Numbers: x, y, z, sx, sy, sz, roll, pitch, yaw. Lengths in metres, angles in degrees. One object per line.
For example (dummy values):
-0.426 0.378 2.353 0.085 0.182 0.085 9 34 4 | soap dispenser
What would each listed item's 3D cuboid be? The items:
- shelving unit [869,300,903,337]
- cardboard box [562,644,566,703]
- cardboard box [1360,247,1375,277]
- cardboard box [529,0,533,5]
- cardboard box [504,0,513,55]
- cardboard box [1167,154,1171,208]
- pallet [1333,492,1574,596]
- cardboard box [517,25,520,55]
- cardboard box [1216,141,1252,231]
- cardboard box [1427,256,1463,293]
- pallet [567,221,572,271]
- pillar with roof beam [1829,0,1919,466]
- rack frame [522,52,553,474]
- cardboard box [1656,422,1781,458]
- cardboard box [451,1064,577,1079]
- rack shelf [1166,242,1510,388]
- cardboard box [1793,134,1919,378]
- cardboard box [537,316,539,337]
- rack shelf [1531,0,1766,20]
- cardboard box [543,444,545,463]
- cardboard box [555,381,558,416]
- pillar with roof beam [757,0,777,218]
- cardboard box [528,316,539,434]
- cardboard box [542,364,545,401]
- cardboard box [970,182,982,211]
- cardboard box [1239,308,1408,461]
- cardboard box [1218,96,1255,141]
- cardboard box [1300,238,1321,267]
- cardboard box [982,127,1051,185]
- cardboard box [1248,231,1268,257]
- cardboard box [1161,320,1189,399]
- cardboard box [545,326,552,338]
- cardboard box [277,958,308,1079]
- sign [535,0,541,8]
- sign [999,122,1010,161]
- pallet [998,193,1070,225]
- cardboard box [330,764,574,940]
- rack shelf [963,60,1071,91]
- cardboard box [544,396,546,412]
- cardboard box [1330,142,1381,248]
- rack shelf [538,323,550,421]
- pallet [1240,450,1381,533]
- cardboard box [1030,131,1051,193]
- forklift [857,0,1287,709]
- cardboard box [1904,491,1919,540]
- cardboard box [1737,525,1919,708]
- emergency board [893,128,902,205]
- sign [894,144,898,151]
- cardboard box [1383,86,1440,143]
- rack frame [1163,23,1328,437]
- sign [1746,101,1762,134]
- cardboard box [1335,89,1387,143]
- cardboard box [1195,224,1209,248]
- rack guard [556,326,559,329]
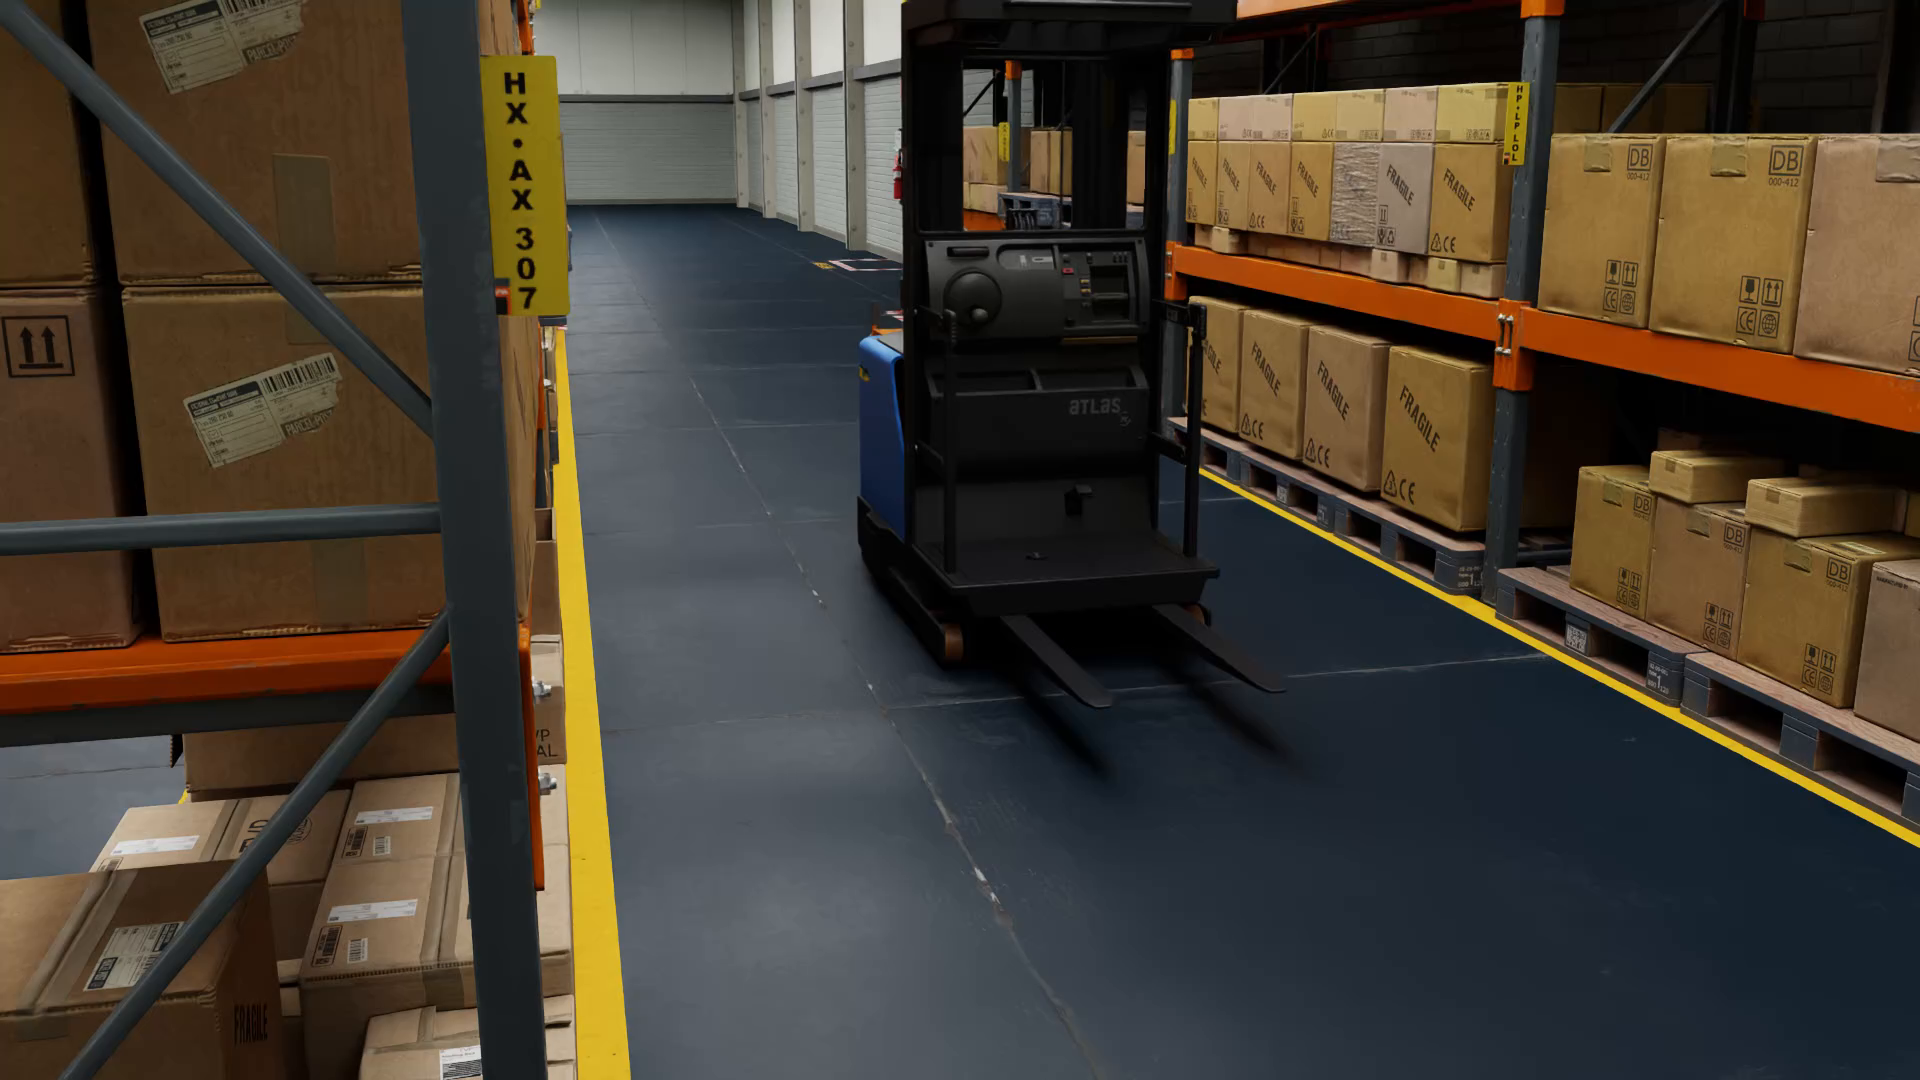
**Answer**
-0.106 -0.641 8.679 0.538 1.125 1.048 -4 14 -14 | shelving unit
-1.470 0.448 5.354 0.380 0.149 0.250 -3 14 -13 | cardboard box
2.223 -1.386 8.267 0.380 0.149 0.250 -3 14 -13 | cardboard box
-3.893 -4.709 14.070 0.500 0.311 0.500 -4 14 -16 | cardboard box
-1.177 -0.887 3.419 0.500 0.500 0.500 -3 14 -12 | cardboard box
1.729 -2.492 11.170 0.700 0.500 0.500 -5 15 -20 | cardboard box
2.534 -0.018 8.058 1.003 0.211 1.213 -3 14 -13 | pallet
-1.532 -1.236 4.850 0.500 0.500 0.500 -4 14 -14 | cardboard box
1.829 -2.077 9.729 0.500 0.500 0.500 -3 14 -11 | cardboard box
2.352 -1.206 7.531 0.380 0.149 0.250 -3 14 -12 | cardboard box
-2.738 -1.599 9.058 1.213 0.211 1.003 -3 14 -13 | pallet
-0.391 -3.760 4.858 9.100 9.000 0.400 -3 14 -13 | pillar with roof beam
-2.965 -1.845 9.659 1.000 3.000 0.127 -3 14 -13 | rack frame
3.024 -0.370 6.638 0.380 0.149 0.250 -3 14 -14 | cardboard box
-0.850 1.056 2.865 0.380 0.149 0.250 -3 14 -13 | cardboard box
2.319 -1.311 8.989 1.077 0.370 4.000 -3 14 -13 | rack shelf
3.247 -0.883 5.089 0.980 0.700 0.700 -4 14 -16 | cardboard box
-1.659 -0.870 5.457 0.500 0.500 0.500 -3 14 -12 | cardboard box
3.258 -1.846 4.856 1.077 0.370 4.000 -3 14 -13 | rack shelf
-2.038 -0.169 7.140 0.500 0.500 0.500 -3 14 -12 | cardboard box
-2.921 -0.966 10.971 0.500 0.250 0.500 -4 14 -15 | cardboard box
-8.845 -12.065 38.851 9.100 9.000 0.400 -3 14 -13 | pillar with roof beam
-1.291 -0.515 4.005 0.500 0.500 0.500 -3 14 -12 | cardboard box
-2.255 -0.758 7.968 0.500 0.250 0.500 -4 14 -14 | cardboard box
0.395 -3.189 15.436 0.500 0.250 0.500 -3 14 -13 | cardboard box
2.094 -0.902 9.445 0.750 0.750 0.750 -3 14 -13 | cardboard box
1.832 -2.446 9.659 0.500 0.250 0.500 -3 14 -14 | cardboard box
2.072 -1.568 9.010 0.380 0.149 0.250 -3 14 -13 | cardboard box
0.498 -3.438 14.872 0.500 0.500 0.500 -3 14 -13 | cardboard box
1.911 -1.745 9.737 0.380 0.149 0.250 -3 14 -14 | cardboard box
1.629 -1.285 11.705 0.700 0.500 0.500 -3 14 -12 | cardboard box
-2.934 -1.244 10.924 0.500 0.311 0.500 -4 14 -15 | cardboard box
-1.461 0.953 3.249 0.380 0.166 0.250 -3 14 -13 | cardboard box
-4.313 -5.566 16.872 0.100 0.325 0.005 -3 14 -13 | sign
0.384 -3.433 14.336 0.100 0.325 0.005 -3 14 -13 | sign
0.948 -2.767 13.838 1.003 0.211 1.213 -3 14 -13 | pallet
-1.173 0.751 3.901 0.500 0.250 0.500 -3 14 -13 | cardboard box
0.440 -4.614 16.188 1.077 0.370 4.000 -3 14 -13 | rack shelf
-2.396 -0.522 8.585 0.500 0.500 0.500 -4 14 -15 | cardboard box
2.196 -1.728 8.300 0.500 0.500 0.500 -3 14 -13 | cardboard box
-2.495 -1.034 7.856 1.077 0.370 4.000 -3 14 -13 | rack shelf
2.244 -0.300 9.212 1.003 0.211 1.213 -3 14 -13 | pallet
0.996 -3.188 14.017 0.700 0.500 0.500 -3 14 -13 | cardboard box
0.372 -1.041 6.512 1.130 2.935 3.031 -4 14 -14 | forklift
3.332 -0.070 5.410 0.380 0.149 0.250 -4 14 -14 | cardboard box
3.098 0.224 5.573 0.700 0.500 0.500 -3 14 -12 | cardboard box
-0.977 -5.811 25.891 0.194 1.169 0.643 -3 14 -13 | emergency board
-1.014 -6.217 26.363 0.001 0.109 0.331 -3 14 -13 | sign
2.320 -1.978 7.745 0.500 0.250 0.500 -3 14 -12 | cardboard box
1.849 -2.122 10.793 1.000 3.000 0.127 -3 14 -13 | rack frame
3.328 -1.690 7.031 0.100 0.325 0.005 -3 14 -13 | sign
2.200 -2.096 8.226 0.500 0.250 0.500 -3 14 -12 | cardboard box
1.701 -1.921 10.456 0.380 0.149 0.250 -3 14 -14 | cardboard box
-4.849 -2.482 17.532 1.175 0.500 0.348 -3 14 -13 | rack guard
